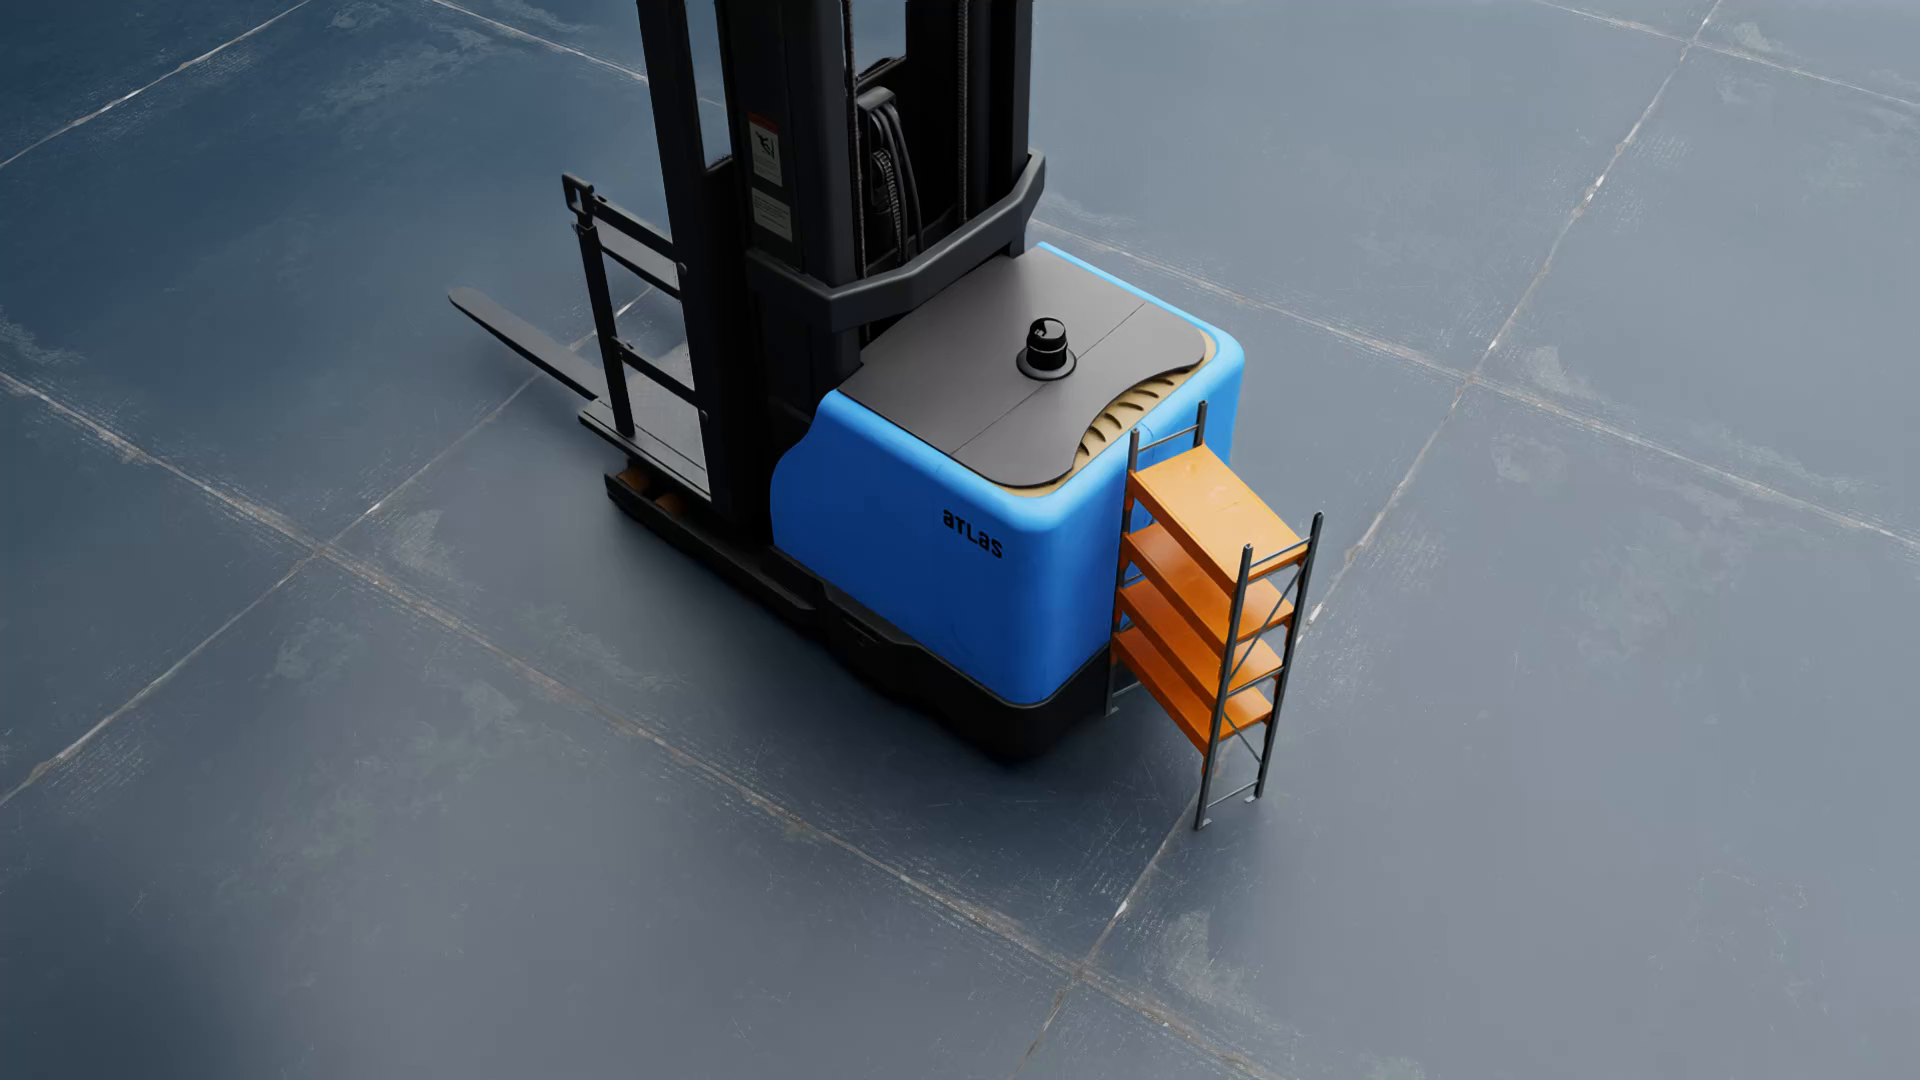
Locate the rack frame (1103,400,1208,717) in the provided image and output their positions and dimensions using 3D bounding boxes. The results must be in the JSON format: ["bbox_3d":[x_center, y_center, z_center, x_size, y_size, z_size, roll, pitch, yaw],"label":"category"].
[{"bbox_3d":[0.555,0.090,4.826,0.240,1.200,0.015,-23,50,-21],"label":"rack frame"}]

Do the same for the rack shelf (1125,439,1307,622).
[{"bbox_3d":[0.677,-0.033,4.397,0.258,0.148,0.480,-23,50,-21],"label":"rack shelf"}]

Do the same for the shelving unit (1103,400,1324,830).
[{"bbox_3d":[0.677,0.241,4.679,0.258,1.200,0.503,-23,50,-21],"label":"shelving unit"}]

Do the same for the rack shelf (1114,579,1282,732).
[{"bbox_3d":[0.677,0.288,4.727,0.258,0.148,0.480,-23,50,-21],"label":"rack shelf"}]

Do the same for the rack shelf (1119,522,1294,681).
[{"bbox_3d":[0.677,0.132,4.567,0.258,0.148,0.480,-23,50,-21],"label":"rack shelf"}]

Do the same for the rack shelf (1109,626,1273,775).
[{"bbox_3d":[0.677,0.427,4.870,0.258,0.148,0.480,-23,50,-21],"label":"rack shelf"}]

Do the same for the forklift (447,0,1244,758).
[{"bbox_3d":[-0.600,-1.278,4.948,3.031,2.935,1.130,32,54,27],"label":"forklift"}]

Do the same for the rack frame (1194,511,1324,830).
[{"bbox_3d":[0.800,0.392,4.532,0.240,1.200,0.015,-23,50,-21],"label":"rack frame"}]
